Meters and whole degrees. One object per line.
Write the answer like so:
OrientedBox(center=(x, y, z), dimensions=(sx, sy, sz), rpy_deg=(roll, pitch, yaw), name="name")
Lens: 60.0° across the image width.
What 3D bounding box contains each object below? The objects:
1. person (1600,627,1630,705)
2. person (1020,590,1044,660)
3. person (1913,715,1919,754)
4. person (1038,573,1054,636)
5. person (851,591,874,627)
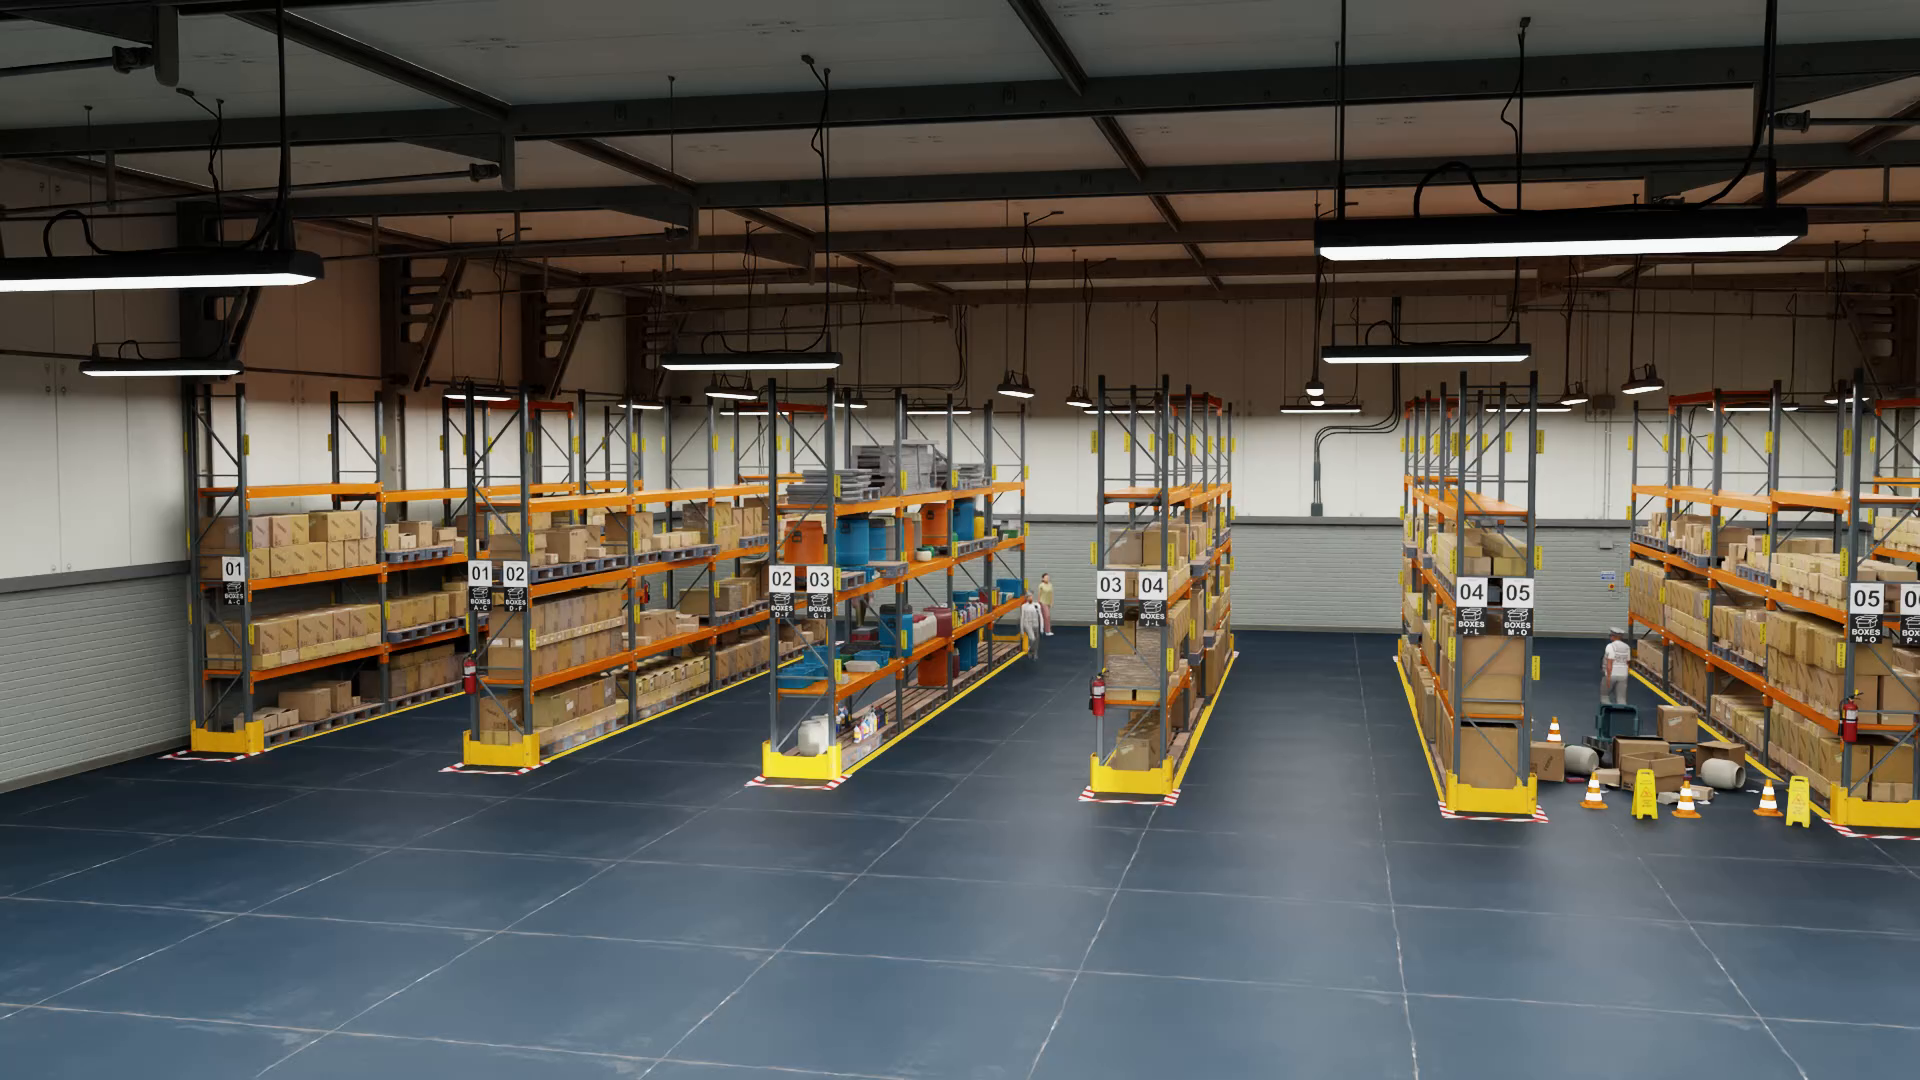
OrientedBox(center=(11.650, 2.464, 29.490), dimensions=(0.544, 1.819, 0.609), rpy_deg=(0, 3, 2), name="person")
OrientedBox(center=(1.594, 1.904, 36.856), dimensions=(0.497, 1.593, 0.877), rpy_deg=(-1, 3, -12), name="person")
OrientedBox(center=(14.738, 2.776, 25.261), dimensions=(0.511, 1.577, 0.712), rpy_deg=(1, 3, 15), name="person")
OrientedBox(center=(2.215, 1.675, 43.781), dimensions=(0.451, 1.633, 0.899), rpy_deg=(-3, 4, -42), name="person")
OrientedBox(center=(-2.636, 1.570, 44.421), dimensions=(0.617, 1.708, 1.164), rpy_deg=(-1, 3, -14), name="person")
